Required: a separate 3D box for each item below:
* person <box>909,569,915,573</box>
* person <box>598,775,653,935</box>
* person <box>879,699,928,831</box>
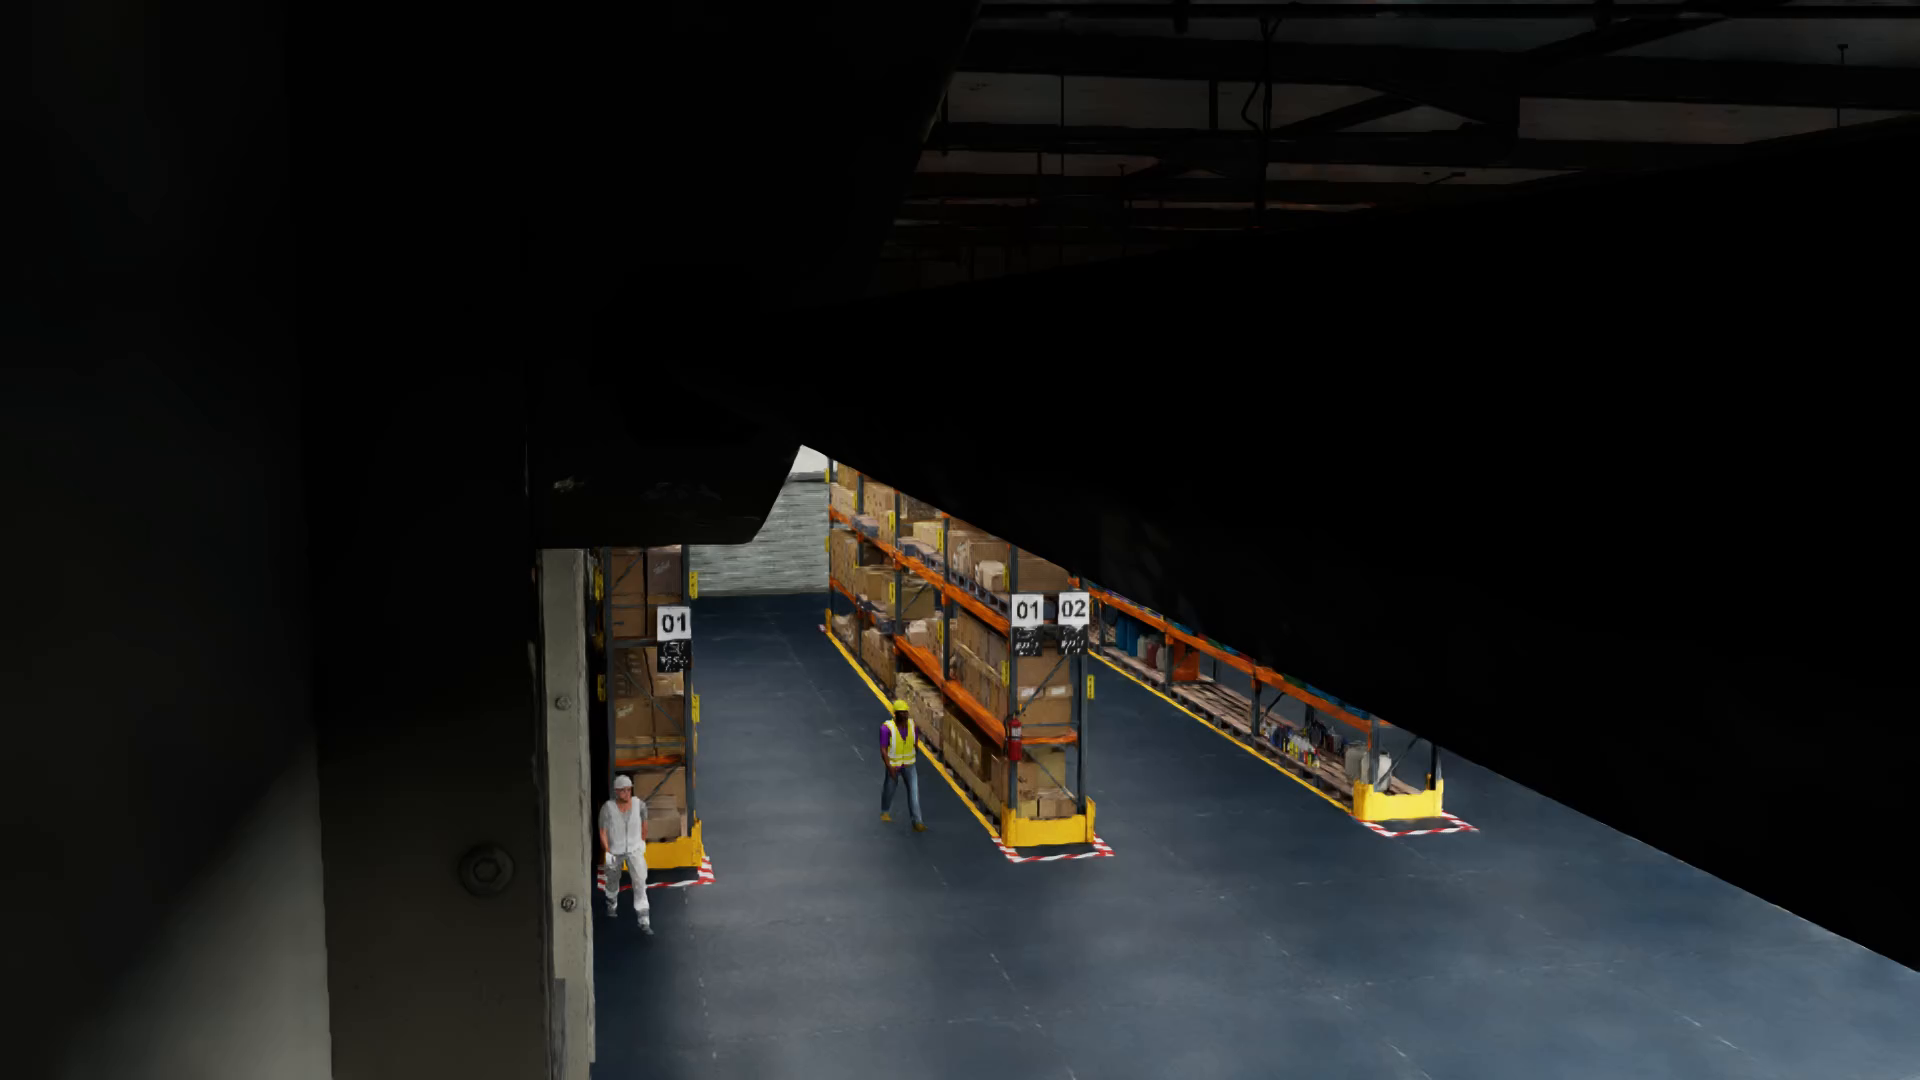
[{"bbox_3d":[-1.426,0.825,39.199,0.729,1.733,0.546,-2,7,-14],"label":"person"},{"bbox_3d":[-3.613,3.346,17.910,0.554,1.710,1.097,-3,7,-21],"label":"person"},{"bbox_3d":[-0.781,2.910,21.652,0.571,1.708,1.032,-3,7,-20],"label":"person"}]
